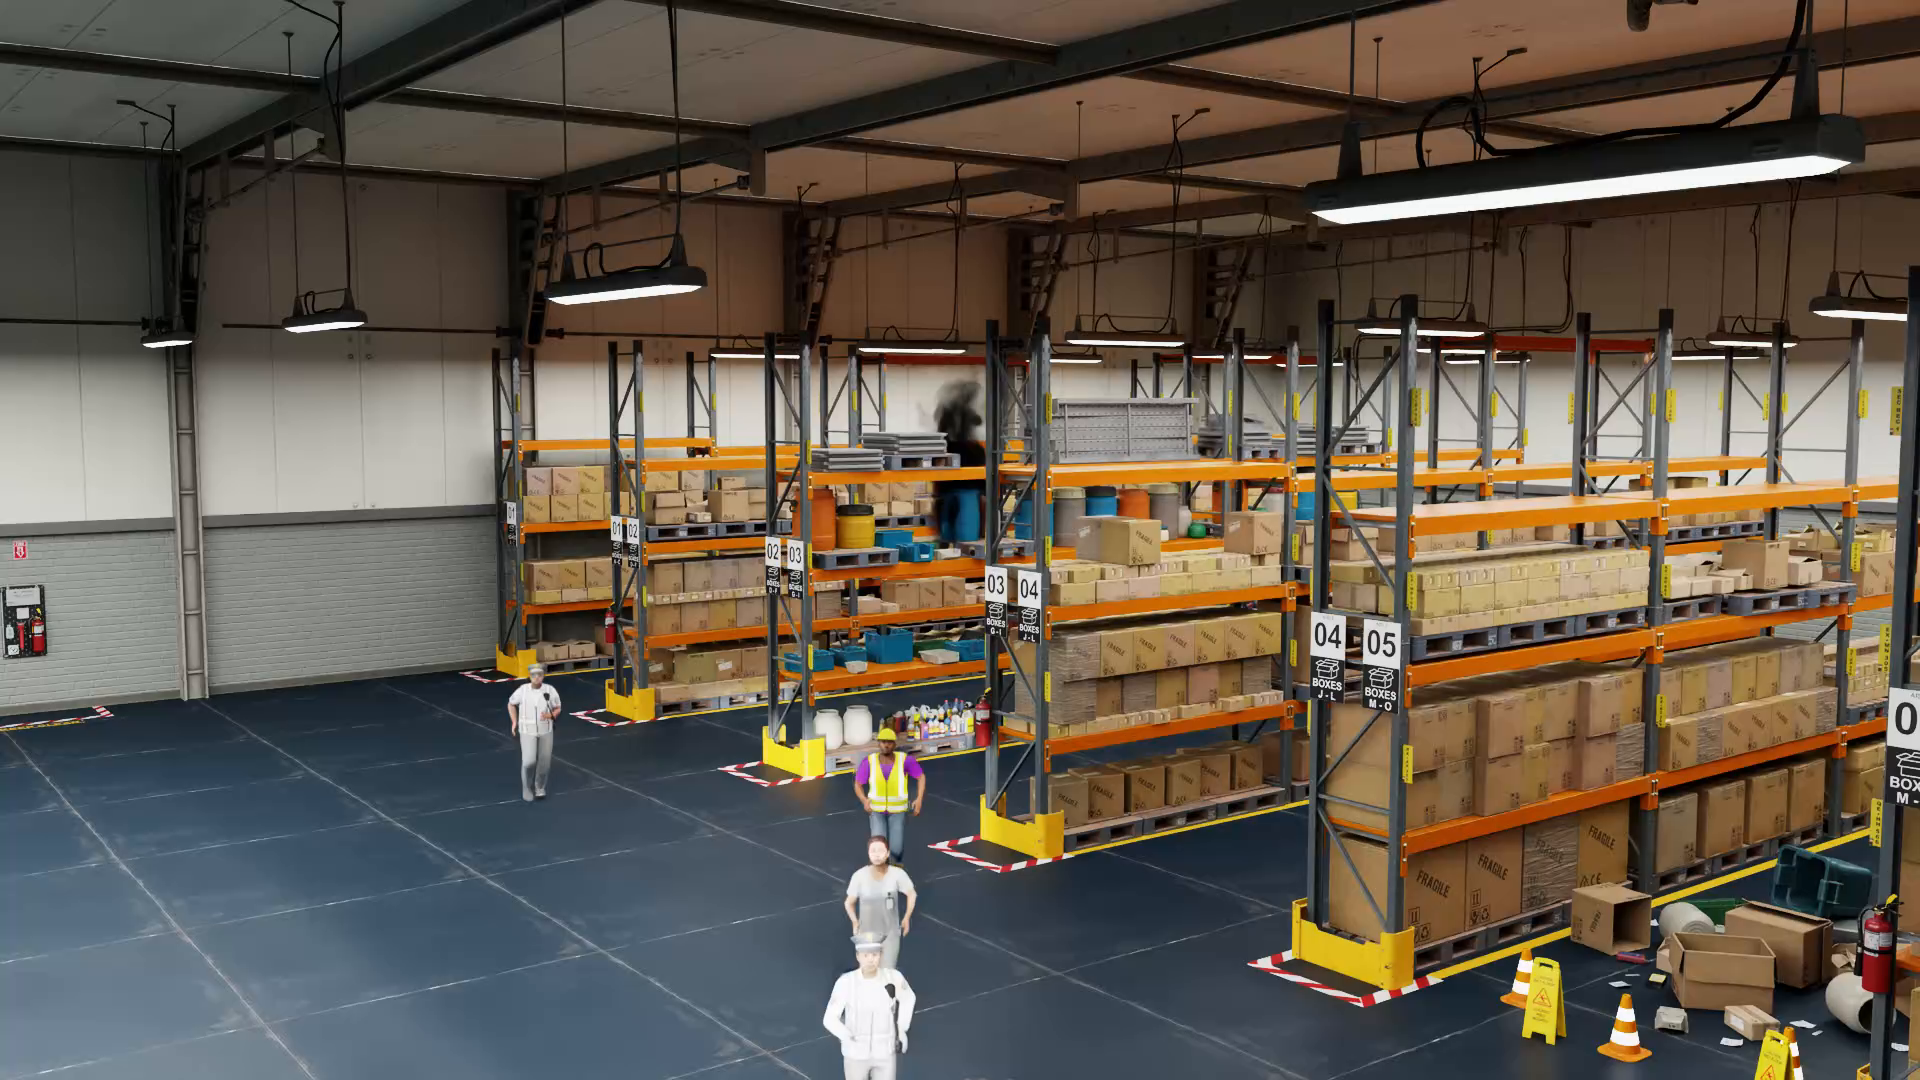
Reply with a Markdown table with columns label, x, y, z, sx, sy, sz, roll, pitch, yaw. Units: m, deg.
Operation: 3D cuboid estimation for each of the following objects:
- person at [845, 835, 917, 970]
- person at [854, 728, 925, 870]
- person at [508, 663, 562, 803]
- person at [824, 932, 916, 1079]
| label | x | y | z | sx | sy | sz | roll | pitch | yaw |
| --- | --- | --- | --- | --- | --- | --- | --- | --- | --- |
| person | -0.636 | 3.187 | 13.370 | 0.581 | 1.631 | 0.744 | 0 | 5 | -2 |
| person | -0.733 | 2.797 | 17.230 | 0.742 | 1.726 | 0.606 | 0 | 5 | 0 |
| person | -5.357 | 2.445 | 21.031 | 0.637 | 1.765 | 0.678 | -2 | 5 | -20 |
| person | -0.580 | 3.371 | 10.870 | 0.616 | 1.680 | 0.901 | -1 | 5 | -7 |
